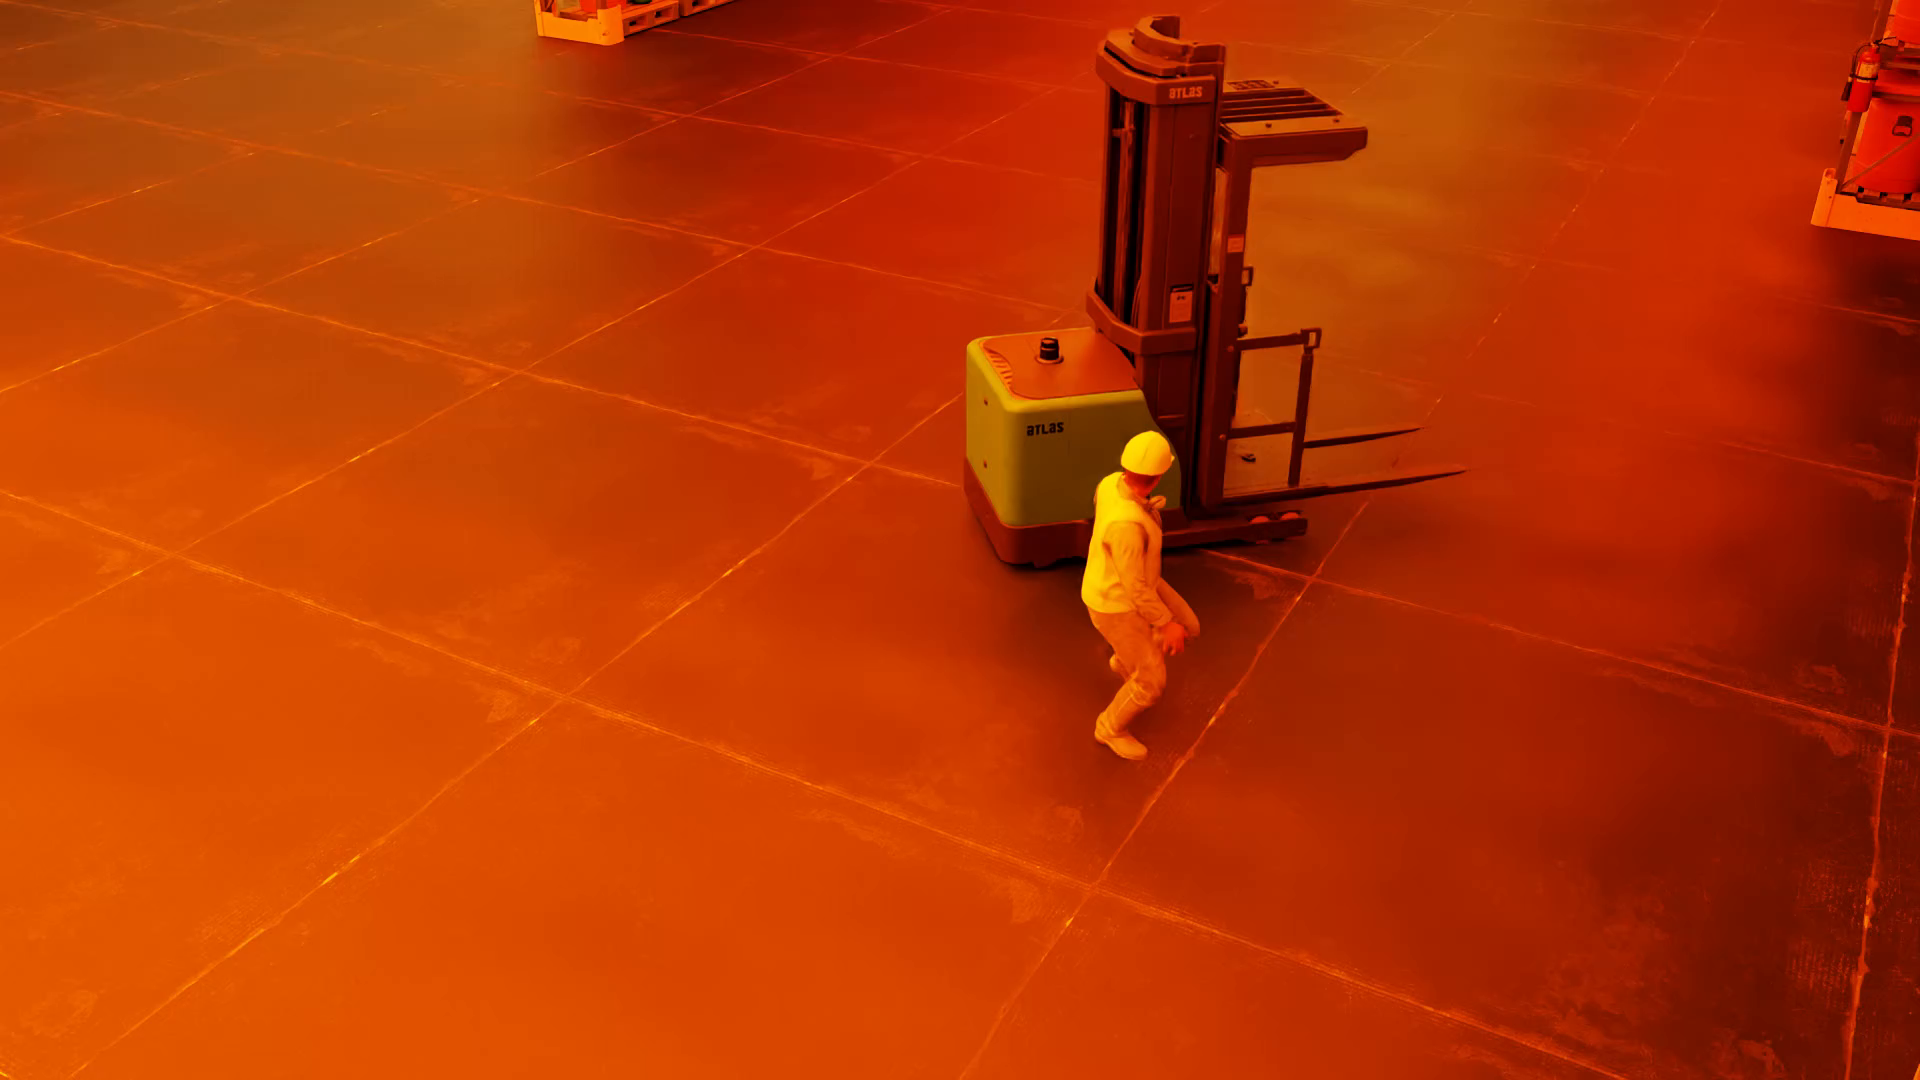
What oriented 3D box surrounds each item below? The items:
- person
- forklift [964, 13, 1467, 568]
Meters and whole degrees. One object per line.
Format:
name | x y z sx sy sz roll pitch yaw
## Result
person | 0.854 0.227 7.958 0.604 1.674 0.802 10 31 17
forklift | 1.599 -1.492 9.656 3.031 2.935 1.130 -7 31 -12
